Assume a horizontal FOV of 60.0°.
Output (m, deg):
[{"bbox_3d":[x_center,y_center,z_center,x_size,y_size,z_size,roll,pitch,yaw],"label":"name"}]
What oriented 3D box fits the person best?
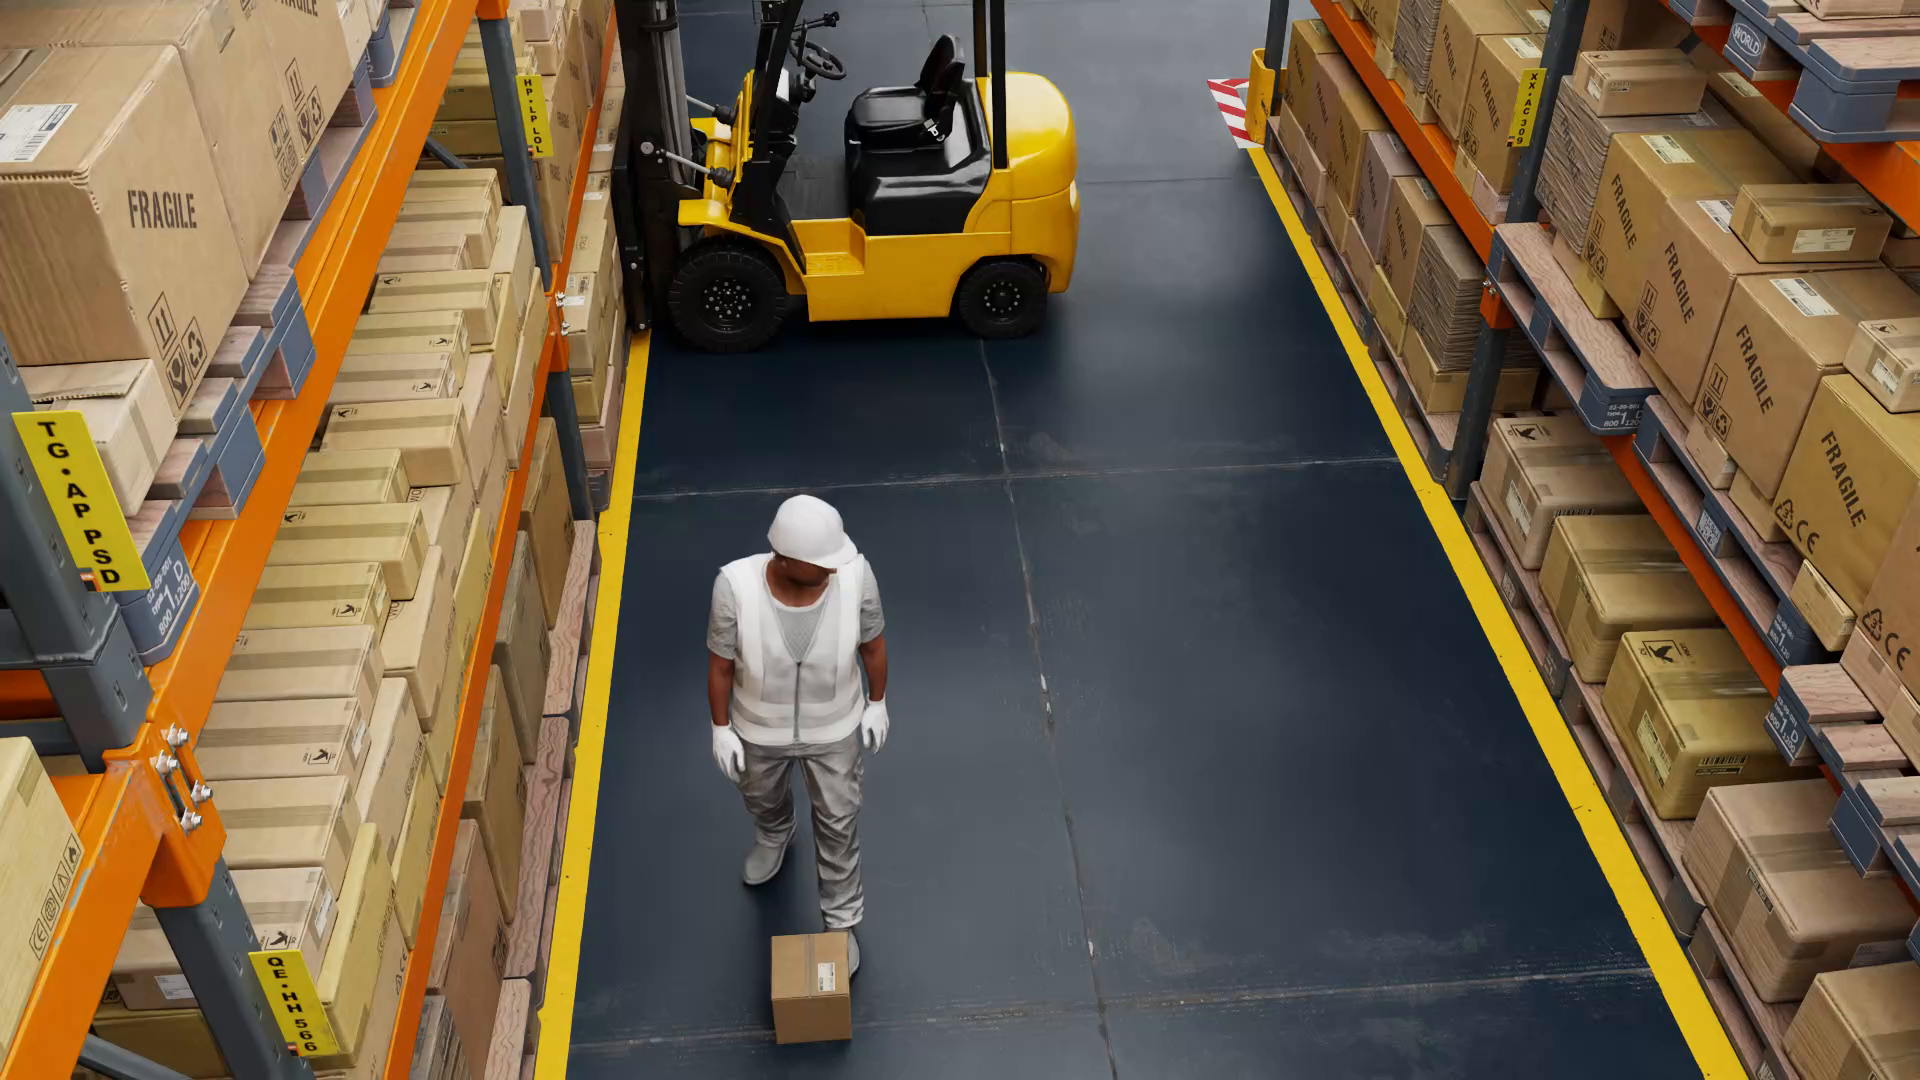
[{"bbox_3d":[-0.511,0.606,5.371,0.573,1.779,0.721,-3,39,-4],"label":"person"}]
